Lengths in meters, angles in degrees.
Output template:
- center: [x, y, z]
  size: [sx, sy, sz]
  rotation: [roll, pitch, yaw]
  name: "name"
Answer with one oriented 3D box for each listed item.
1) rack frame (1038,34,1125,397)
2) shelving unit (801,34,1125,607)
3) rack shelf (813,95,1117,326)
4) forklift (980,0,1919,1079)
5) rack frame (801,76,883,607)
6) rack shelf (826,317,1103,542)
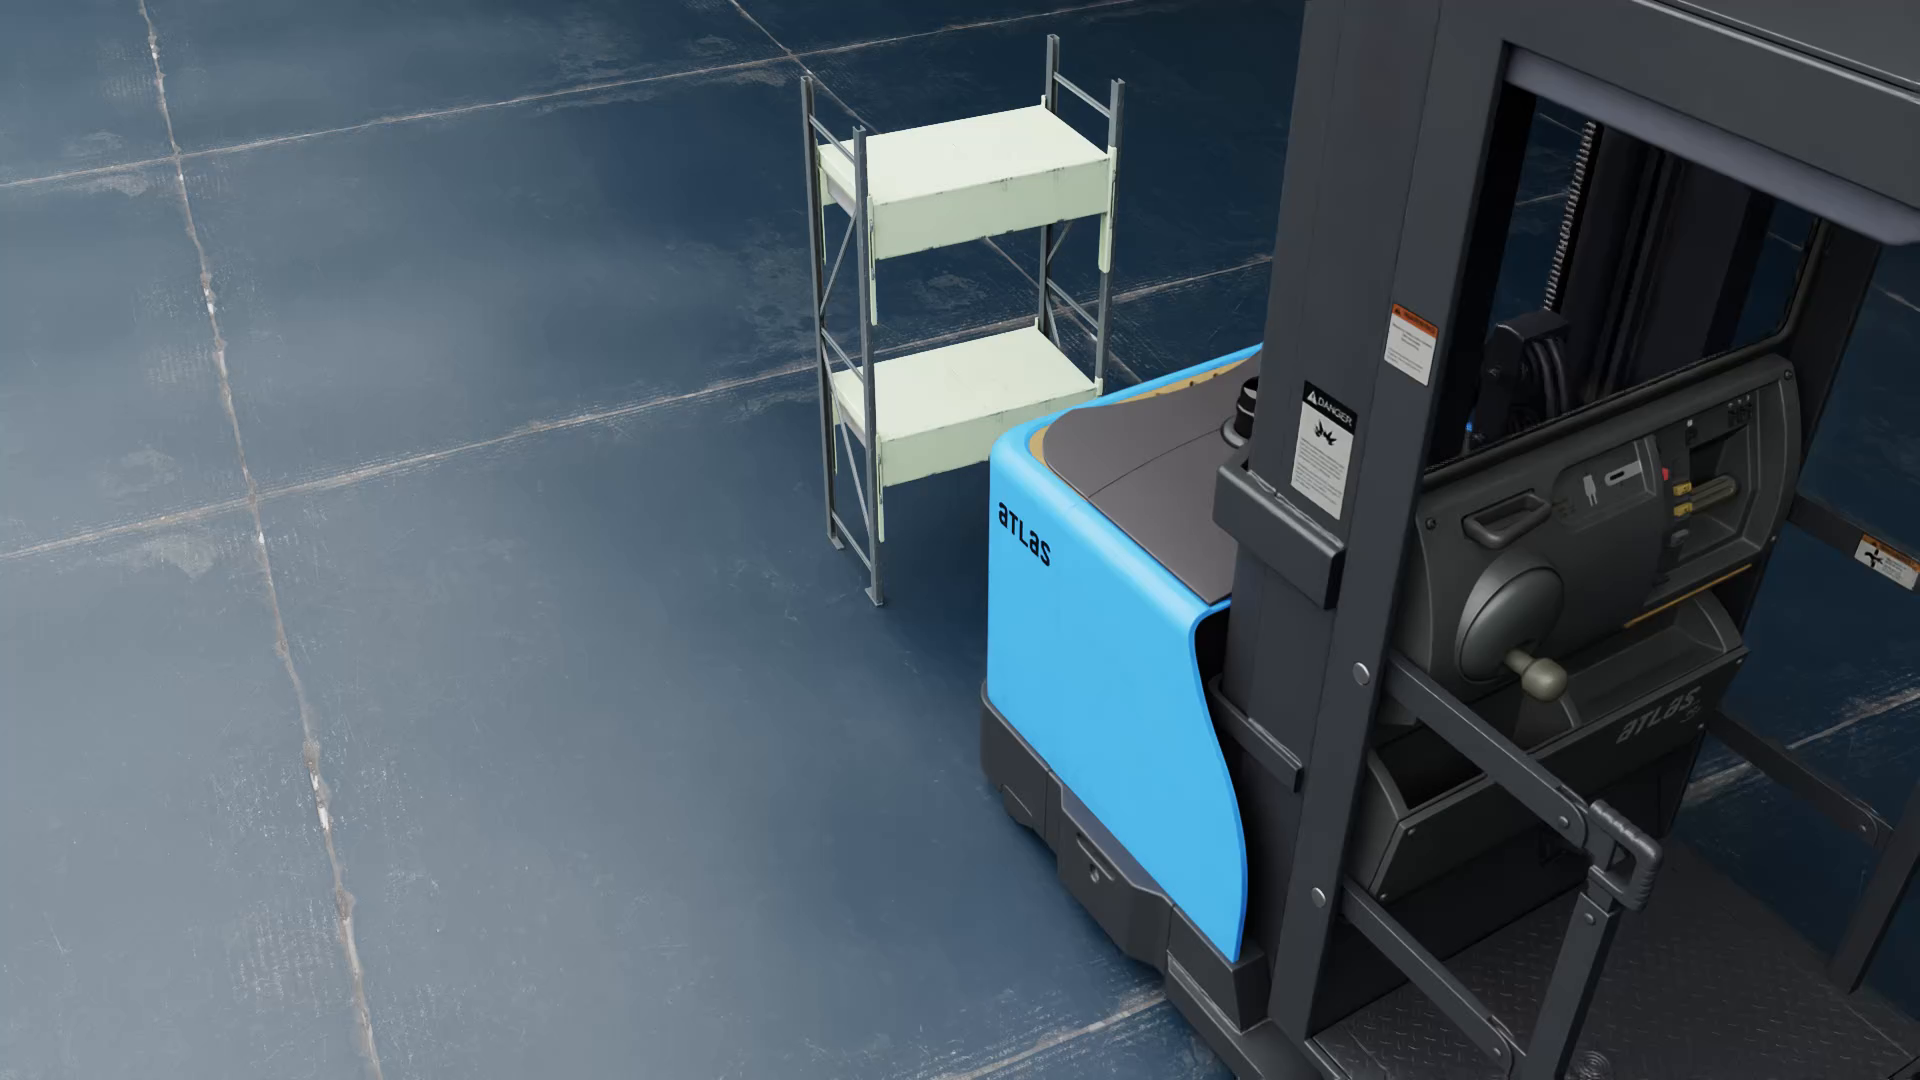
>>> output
- center: [0.337, -0.697, 4.930]
  size: [0.023, 1.500, 0.400]
  rotation: [-16, 39, -20]
  name: "rack frame"
- center: [0.006, -0.604, 4.805]
  size: [0.755, 1.500, 0.431]
  rotation: [-16, 39, -20]
  name: "shelving unit"
- center: [0.006, -0.918, 4.573]
  size: [0.720, 0.370, 0.431]
  rotation: [-16, 39, -20]
  name: "rack shelf"
- center: [1.249, 0.042, 2.734]
  size: [1.130, 2.935, 3.031]
  rotation: [-20, 41, -25]
  name: "forklift"
- center: [-0.325, -0.511, 4.681]
  size: [0.023, 1.500, 0.400]
  rotation: [-16, 39, -20]
  name: "rack frame"
- center: [0.006, -0.342, 5.000]
  size: [0.720, 0.370, 0.431]
  rotation: [-16, 39, -20]
  name: "rack shelf"
